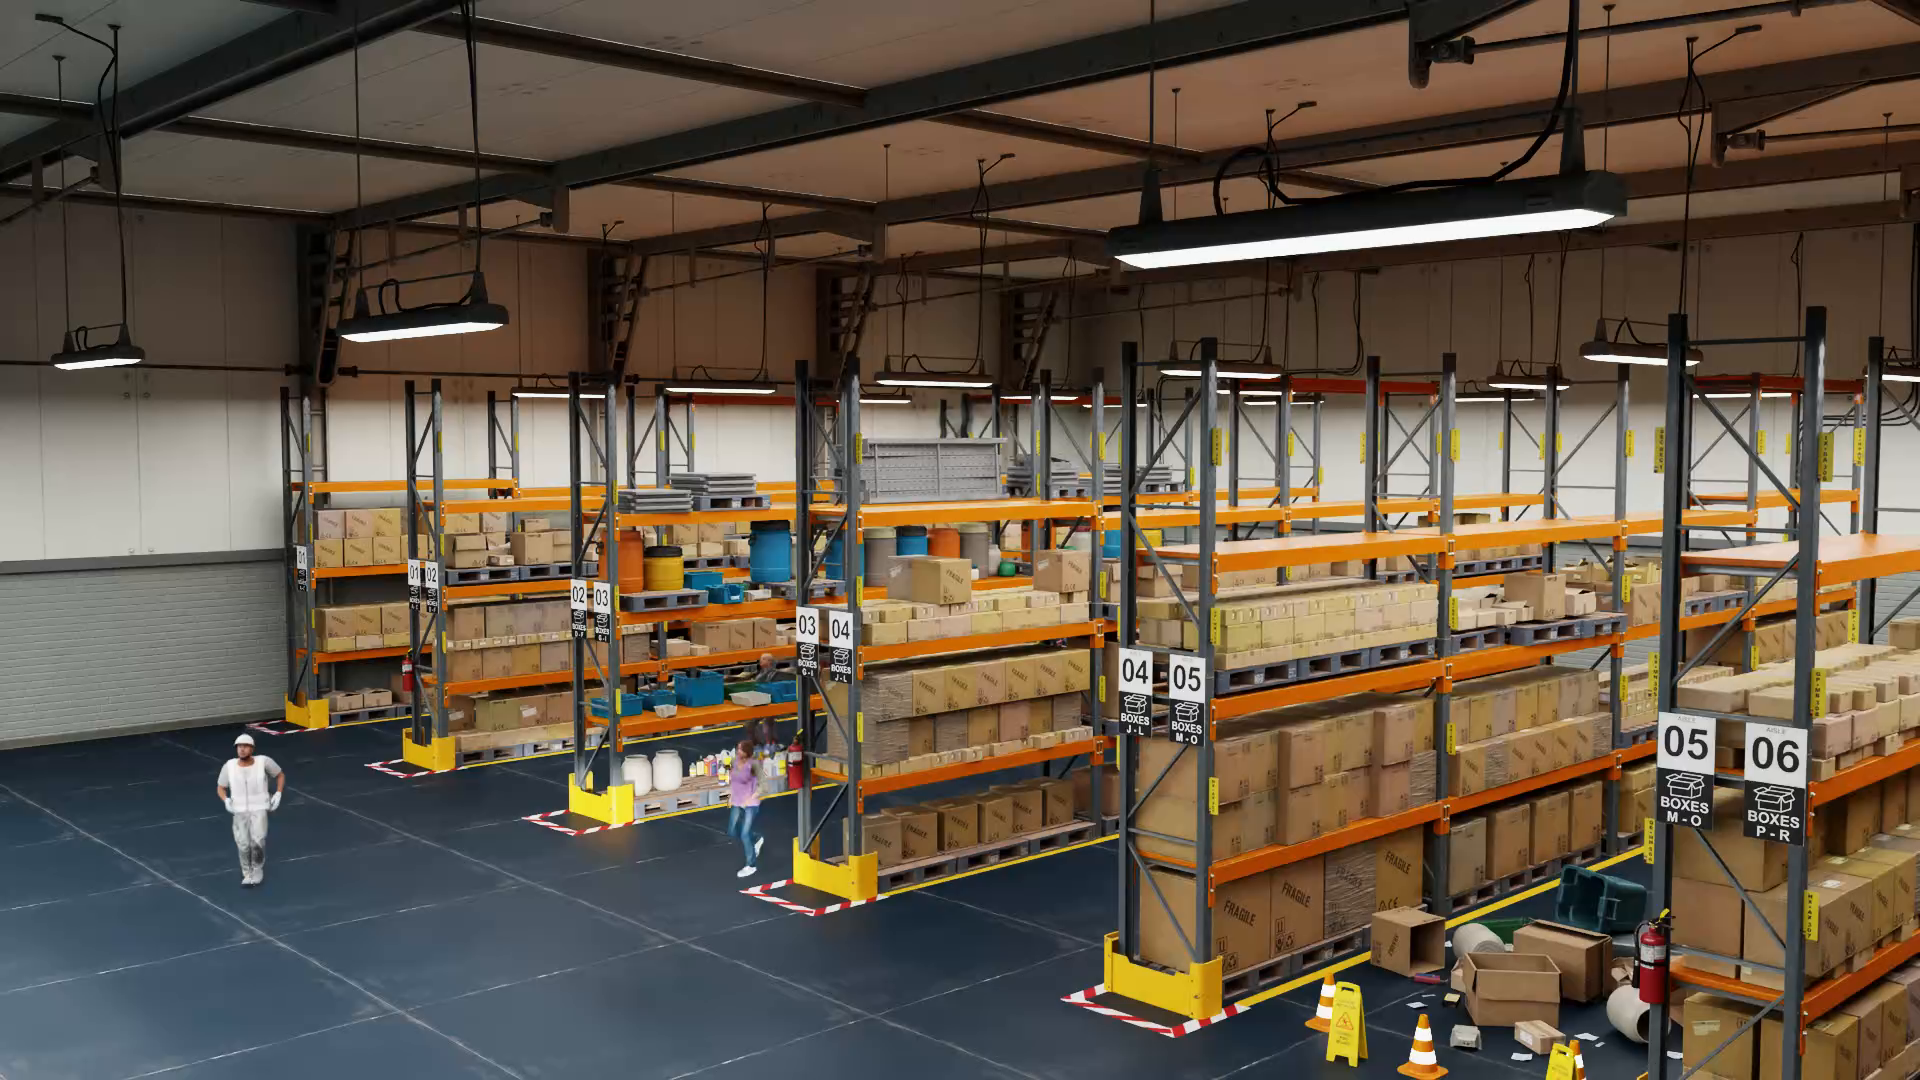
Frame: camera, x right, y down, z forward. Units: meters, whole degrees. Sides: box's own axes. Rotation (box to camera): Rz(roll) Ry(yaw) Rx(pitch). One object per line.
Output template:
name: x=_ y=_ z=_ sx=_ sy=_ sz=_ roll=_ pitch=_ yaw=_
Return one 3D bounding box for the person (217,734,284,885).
person: x=-8.075 y=3.079 z=18.899 sx=0.695 sy=1.736 sz=0.586 roll=-1 pitch=4 yaw=-15

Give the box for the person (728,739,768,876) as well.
person: x=-2.495 y=3.135 z=19.662 sx=0.551 sy=1.583 sz=0.564 roll=3 pitch=5 yaw=36

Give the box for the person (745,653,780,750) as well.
person: x=-3.095 y=2.650 z=26.098 sx=0.638 sy=1.749 sz=0.686 roll=3 pitch=5 yaw=43
